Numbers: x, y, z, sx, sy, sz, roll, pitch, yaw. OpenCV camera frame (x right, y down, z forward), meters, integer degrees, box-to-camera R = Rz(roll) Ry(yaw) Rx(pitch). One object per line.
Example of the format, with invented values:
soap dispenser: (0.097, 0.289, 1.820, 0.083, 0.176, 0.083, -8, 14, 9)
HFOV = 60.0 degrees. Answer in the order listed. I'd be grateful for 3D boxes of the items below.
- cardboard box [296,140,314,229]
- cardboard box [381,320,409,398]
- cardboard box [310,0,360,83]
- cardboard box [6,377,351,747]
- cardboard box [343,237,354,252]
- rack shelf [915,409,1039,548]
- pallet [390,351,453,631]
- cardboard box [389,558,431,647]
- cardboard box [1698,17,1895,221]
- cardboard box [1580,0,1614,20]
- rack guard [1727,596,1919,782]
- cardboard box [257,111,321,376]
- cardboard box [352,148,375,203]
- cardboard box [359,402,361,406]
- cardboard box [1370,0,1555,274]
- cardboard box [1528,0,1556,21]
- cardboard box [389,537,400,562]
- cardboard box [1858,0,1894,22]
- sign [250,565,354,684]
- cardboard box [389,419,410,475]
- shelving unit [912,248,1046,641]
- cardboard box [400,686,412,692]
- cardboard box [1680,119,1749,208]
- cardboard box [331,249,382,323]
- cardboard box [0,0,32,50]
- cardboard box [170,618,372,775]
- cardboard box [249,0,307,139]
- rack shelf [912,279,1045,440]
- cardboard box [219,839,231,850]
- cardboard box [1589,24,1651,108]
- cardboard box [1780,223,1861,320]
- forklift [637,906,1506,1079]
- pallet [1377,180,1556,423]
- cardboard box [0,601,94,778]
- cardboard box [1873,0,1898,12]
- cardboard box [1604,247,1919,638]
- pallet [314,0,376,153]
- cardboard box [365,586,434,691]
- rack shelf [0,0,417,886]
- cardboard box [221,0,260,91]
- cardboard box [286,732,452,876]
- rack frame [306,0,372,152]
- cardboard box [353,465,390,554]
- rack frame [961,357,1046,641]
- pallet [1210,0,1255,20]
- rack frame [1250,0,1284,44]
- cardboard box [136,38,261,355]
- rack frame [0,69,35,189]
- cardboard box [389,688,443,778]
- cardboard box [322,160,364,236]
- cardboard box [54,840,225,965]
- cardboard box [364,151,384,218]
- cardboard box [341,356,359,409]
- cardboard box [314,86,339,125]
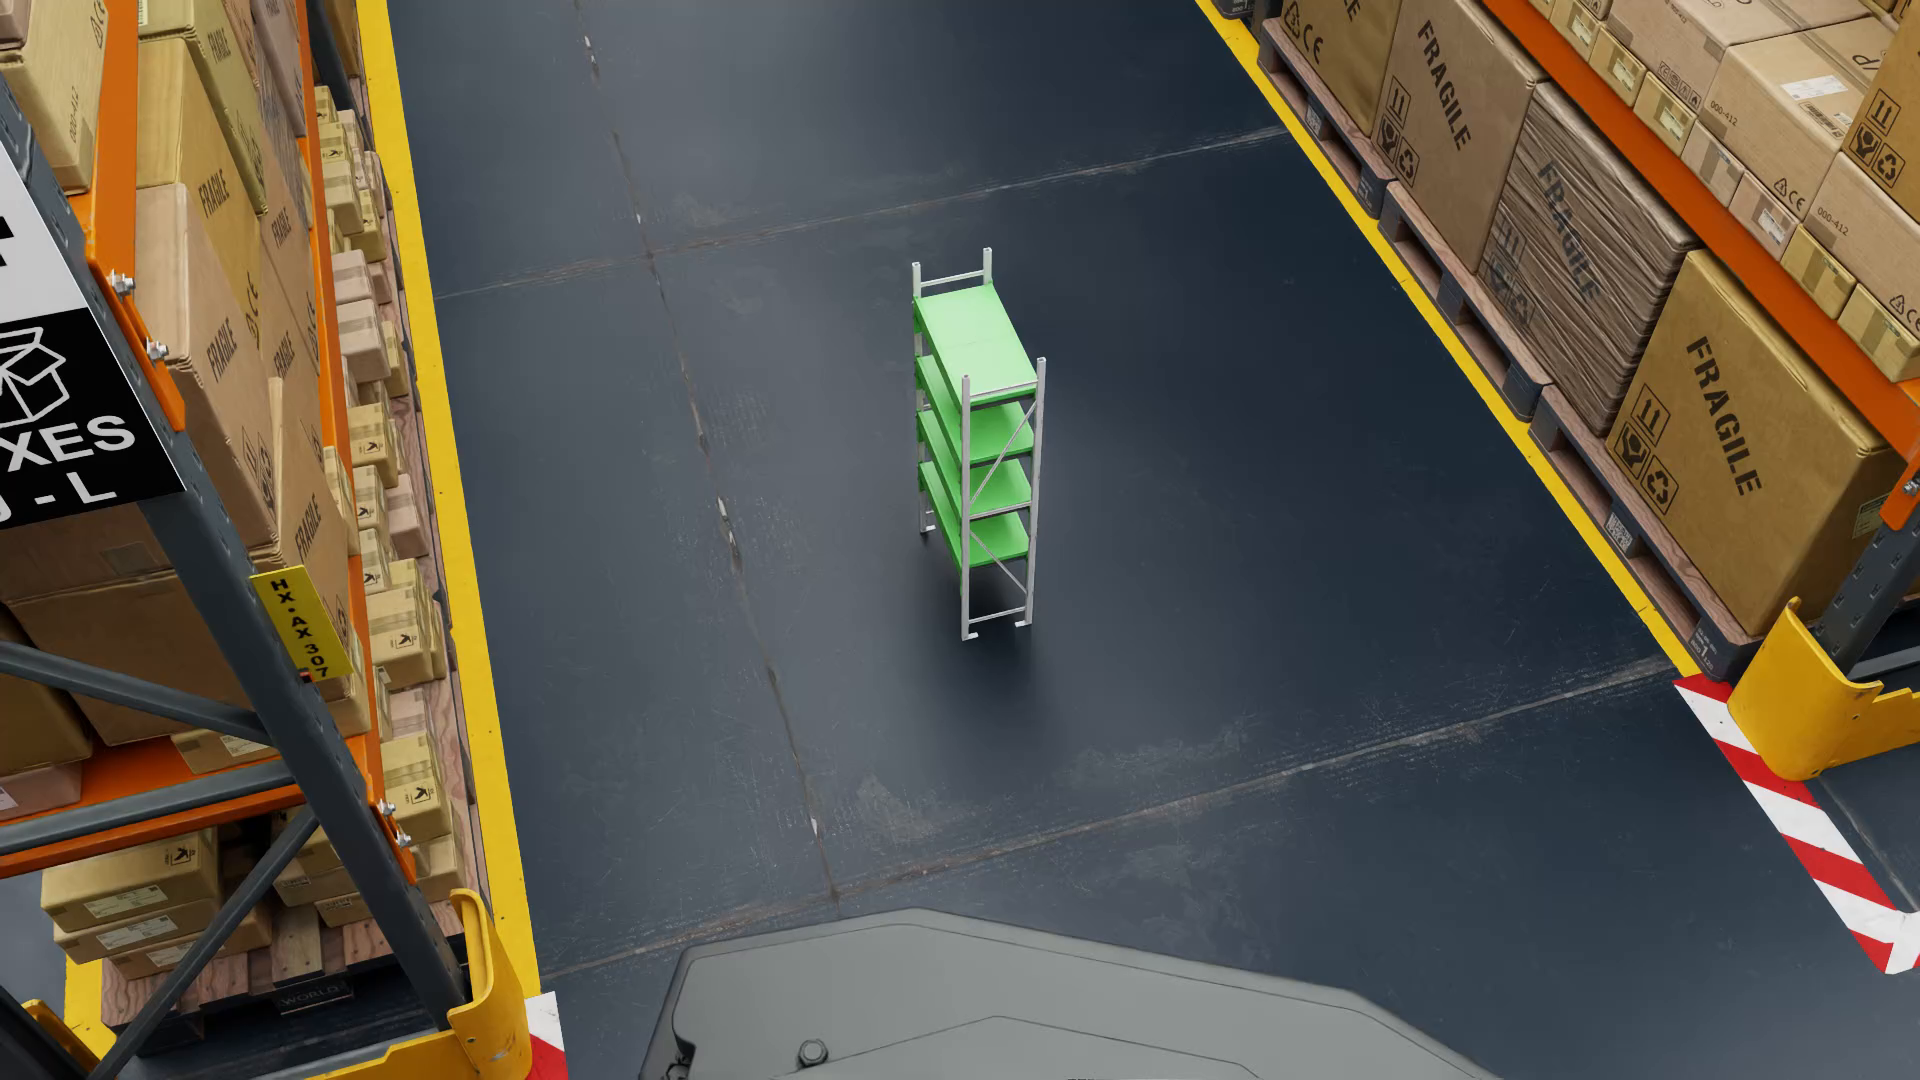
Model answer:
cardboard box: (-2.082, -0.996, 4.792, 0.380, 0.149, 0.250, -12, 51, -10)
cardboard box: (-2.174, -0.609, 5.892, 0.380, 0.149, 0.250, -13, 51, -11)
cardboard box: (-2.887, -2.288, 7.077, 0.500, 0.500, 0.500, -12, 51, -10)
cardboard box: (-1.608, 0.045, 3.490, 0.500, 0.500, 0.500, -11, 51, -9)
cardboard box: (-2.356, -0.921, 5.960, 0.380, 0.149, 0.250, -13, 51, -11)
rack shelf: (0.049, -0.225, 5.238, 0.258, 0.148, 0.480, -13, 51, -11)
pallet: (-2.325, -0.084, 5.683, 1.003, 0.211, 1.213, -13, 51, -11)
cardboard box: (-1.805, 0.227, 4.992, 0.380, 0.149, 0.250, -12, 51, -10)
cardboard box: (2.483, -1.196, 4.700, 0.500, 0.250, 0.500, -14, 51, -12)
cardboard box: (2.174, -1.948, 5.334, 0.500, 0.250, 0.500, -13, 51, -11)
rack guard: (3.036, 0.339, 5.137, 1.175, 0.500, 0.348, -13, 51, -11)
cardboard box: (-1.923, -0.701, 4.119, 0.500, 0.500, 0.500, -13, 51, -10)
cardboard box: (-2.433, -1.318, 6.294, 0.380, 0.149, 0.250, -16, 52, -13)
cardboard box: (-2.164, -0.334, 5.465, 0.380, 0.149, 0.250, -11, 51, -9)
cardboard box: (2.231, -1.699, 6.335, 0.875, 0.875, 0.875, -13, 51, -11)
cardboard box: (2.079, -1.895, 5.550, 0.380, 0.149, 0.250, -15, 51, -12)
cardboard box: (-1.961, 0.163, 5.241, 0.380, 0.149, 0.250, -13, 51, -11)
cardboard box: (2.840, -1.689, 5.116, 0.500, 0.250, 0.500, -15, 51, -12)
sign: (-1.220, 0.161, 3.086, 0.100, 0.325, 0.005, -13, 51, -11)
cardboard box: (-2.058, -0.235, 5.576, 0.380, 0.149, 0.250, -13, 51, -11)
shelving unit: (0.049, -0.266, 5.189, 0.258, 1.200, 0.503, -13, 51, -11)
cardboard box: (-1.823, 0.539, 4.923, 0.380, 0.149, 0.250, -13, 51, -11)
cardboard box: (2.385, -1.145, 4.918, 0.380, 0.149, 0.250, -13, 51, -10)
cardboard box: (-2.203, -0.823, 5.683, 0.380, 0.149, 0.250, -16, 52, -13)
cardboard box: (-1.623, -0.903, 2.359, 0.500, 0.250, 0.500, -13, 51, -10)
cardboard box: (-1.521, 0.334, 3.671, 0.380, 0.149, 0.250, -14, 51, -11)
cardboard box: (-2.210, -1.454, 4.754, 0.500, 0.500, 0.500, -14, 51, -11)
rack shelf: (0.049, -0.534, 4.871, 0.258, 0.148, 0.480, -13, 51, -11)
cardboard box: (-2.266, 0.845, 4.666, 0.380, 0.149, 0.250, -12, 51, -10)
cardboard box: (2.229, -1.524, 5.237, 0.380, 0.149, 0.250, -13, 51, -11)
cardboard box: (2.531, -0.778, 4.609, 0.380, 0.149, 0.250, -13, 51, -11)
forklift: (0.009, 1.896, 2.234, 1.130, 2.935, 3.031, 9, 50, 8)
pallet: (2.361, -1.041, 6.490, 1.003, 0.211, 1.213, -13, 51, -11)
cardboard box: (-2.117, 0.165, 3.389, 0.500, 0.500, 0.500, -12, 51, -10)
cardboard box: (2.838, -1.927, 4.826, 0.500, 0.500, 0.500, -15, 51, -12)
cardboard box: (2.764, -0.384, 5.227, 0.875, 0.875, 0.875, -13, 51, -11)
pallet: (-3.153, -2.028, 7.321, 1.003, 0.211, 1.213, -13, 51, -11)
cardboard box: (-1.718, 0.308, 4.729, 0.380, 0.149, 0.250, -13, 51, -11)
rack shelf: (-2.330, -0.666, 4.820, 1.077, 0.370, 4.000, -13, 51, -11)
cardboard box: (-2.060, -1.398, 4.053, 0.500, 0.500, 0.500, -15, 51, -12)
cardboard box: (-1.569, 0.696, 4.403, 0.380, 0.149, 0.250, -15, 52, -13)
rack frame: (-2.922, -2.358, 5.776, 1.000, 3.000, 0.127, -13, 51, -11)
cardboard box: (-1.943, -0.059, 5.038, 0.380, 0.149, 0.250, -12, 51, -10)
rack frame: (0.121, -0.088, 5.039, 0.240, 1.200, 0.015, -13, 51, -11)
pallet: (1.546, -3.054, 8.186, 1.003, 0.211, 1.213, -13, 51, -11)
rack frame: (1.846, -3.406, 6.659, 1.000, 3.000, 0.127, -13, 51, -11)
cardboard box: (-1.773, -0.642, 3.415, 0.500, 0.500, 0.500, -12, 51, -10)
rack frame: (-1.739, -1.370, 1.020, 1.000, 3.000, 0.127, -13, 51, -11)
cardboard box: (-1.675, 0.597, 4.680, 0.380, 0.149, 0.250, -14, 51, -11)
cardboard box: (-2.374, -1.208, 6.007, 0.380, 0.149, 0.250, -14, 51, -11)
cardboard box: (-2.167, 0.930, 4.399, 0.380, 0.149, 0.250, -15, 51, -12)
cardboard box: (-2.480, -1.365, 6.529, 0.380, 0.149, 0.250, -13, 51, -11)
cardboard box: (-2.143, -0.423, 5.346, 0.380, 0.149, 0.250, -13, 51, -11)
cardboard box: (-2.568, -1.565, 6.309, 0.380, 0.149, 0.250, -12, 51, -10)
